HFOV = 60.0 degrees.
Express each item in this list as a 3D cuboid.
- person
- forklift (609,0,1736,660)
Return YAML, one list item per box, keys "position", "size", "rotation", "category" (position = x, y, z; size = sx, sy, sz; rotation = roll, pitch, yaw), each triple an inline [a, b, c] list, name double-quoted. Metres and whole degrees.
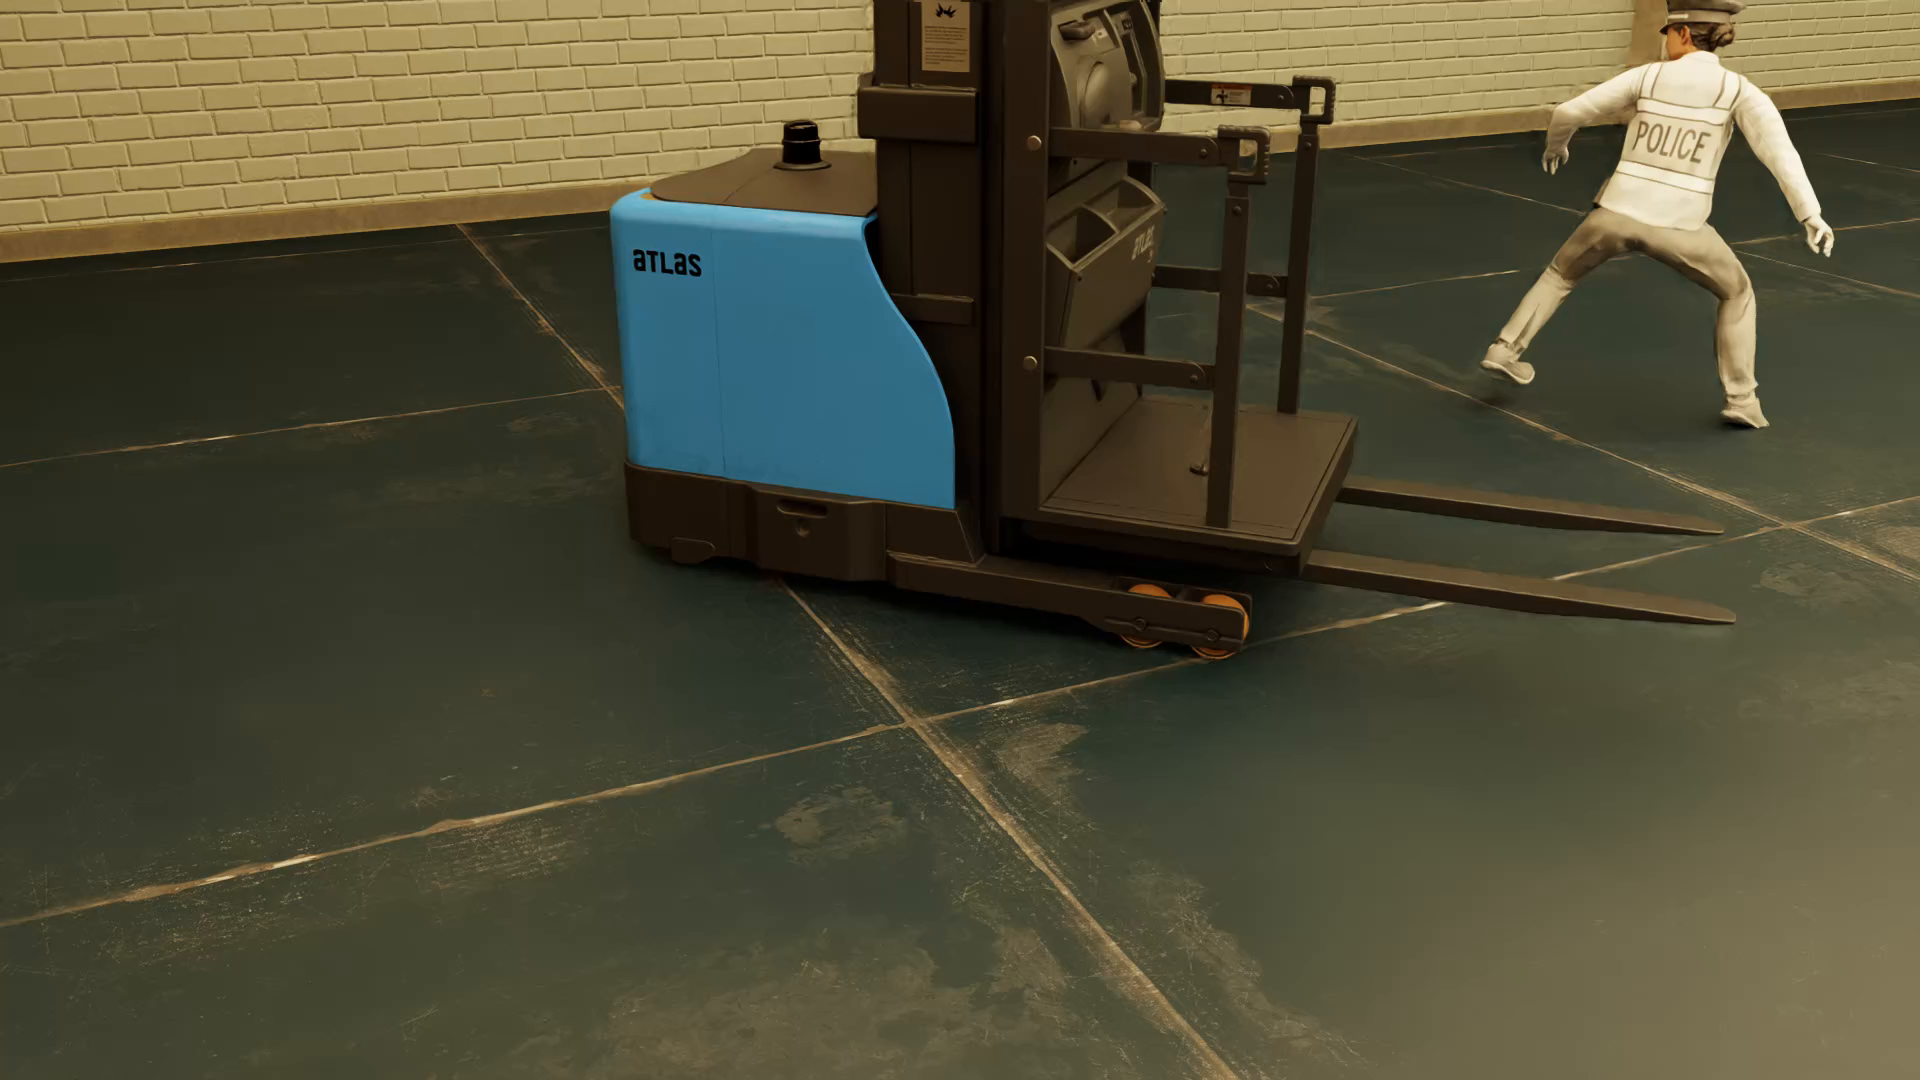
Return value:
- position: [2.545, -1.124, 5.955]
  size: [1.098, 1.589, 0.521]
  rotation: [15, 27, 32]
  category: "person"
- position: [0.585, -1.271, 4.345]
  size: [3.031, 2.935, 1.130]
  rotation: [8, 24, 19]
  category: "forklift"
